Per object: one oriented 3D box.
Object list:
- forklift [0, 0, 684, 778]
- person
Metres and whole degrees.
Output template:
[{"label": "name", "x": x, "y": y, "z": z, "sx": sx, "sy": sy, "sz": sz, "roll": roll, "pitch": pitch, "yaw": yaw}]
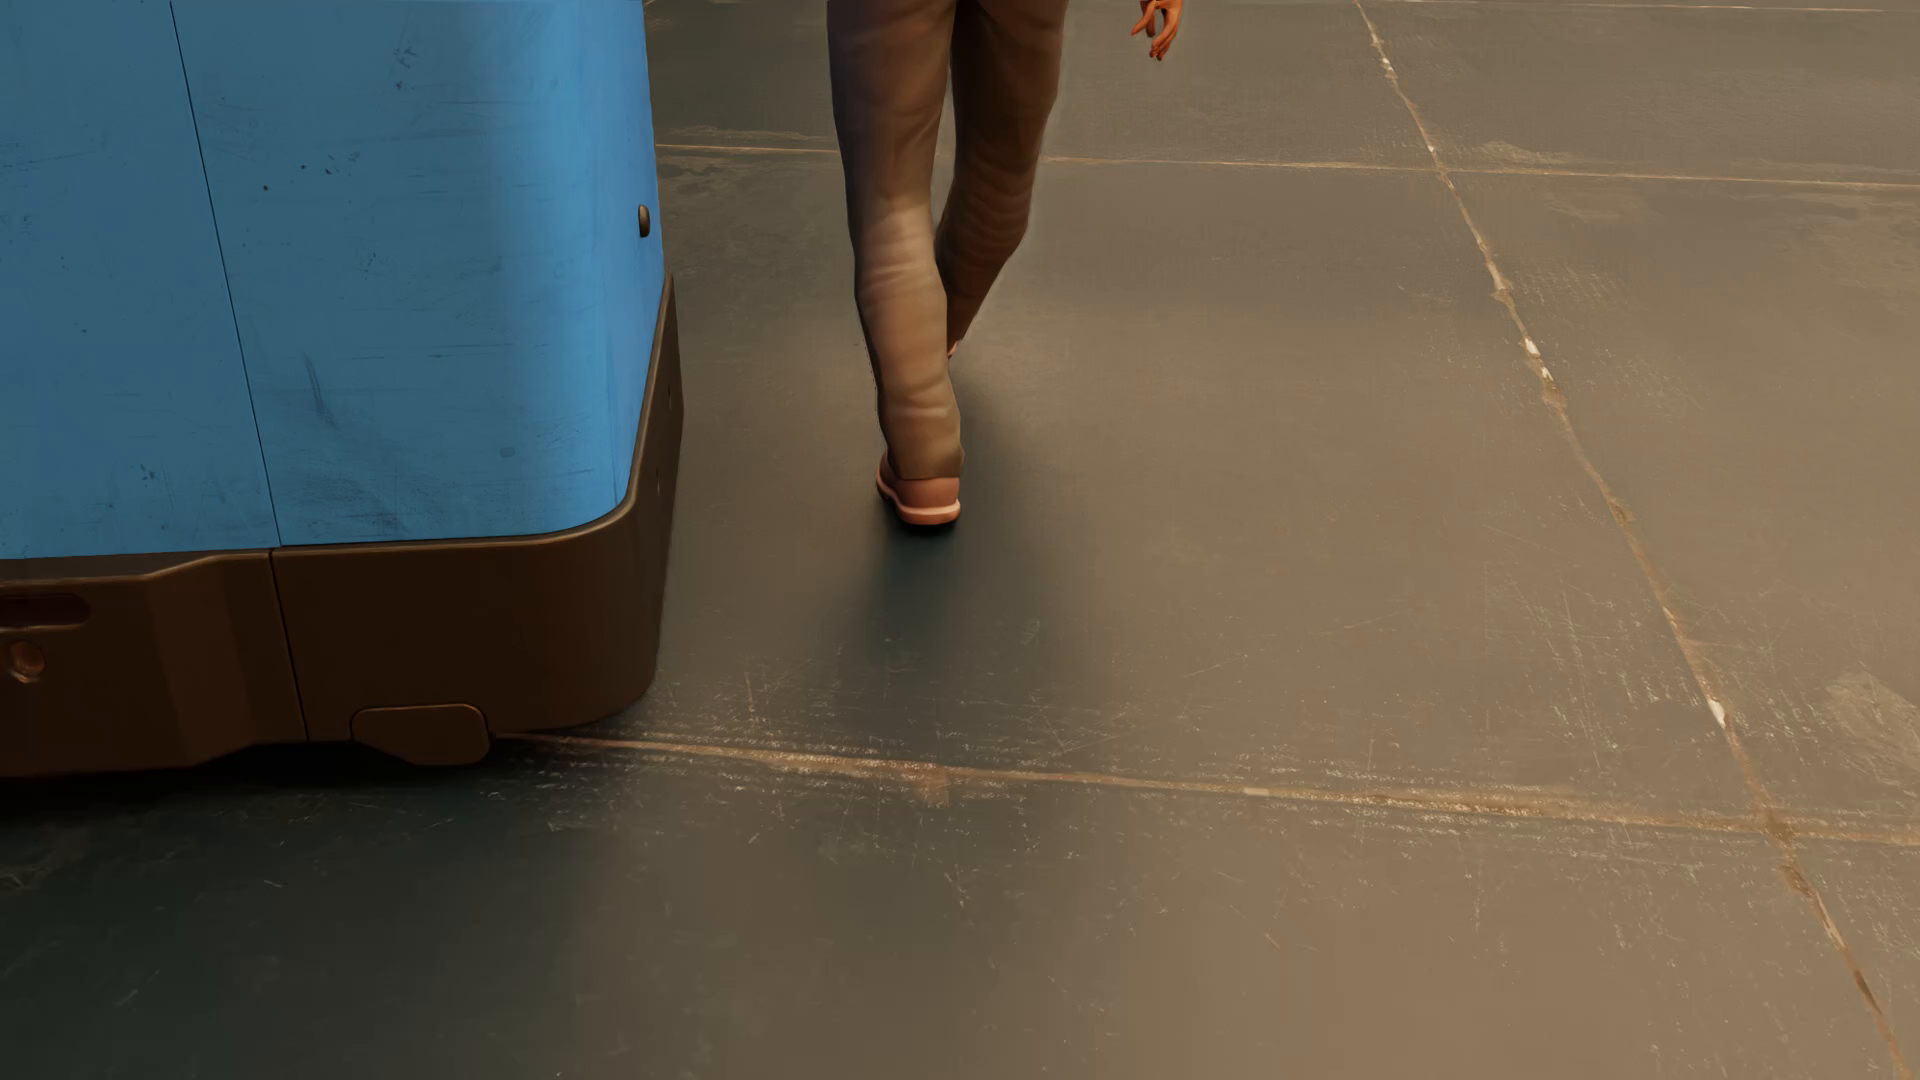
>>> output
[{"label": "forklift", "x": -1.921, "y": -1.198, "z": 1.618, "sx": 3.031, "sy": 2.935, "sz": 1.130, "roll": -3, "pitch": 27, "yaw": -5}, {"label": "person", "x": -0.018, "y": -0.927, "z": 2.569, "sx": 0.620, "sy": 1.607, "sz": 0.906, "roll": -6, "pitch": 27, "yaw": -12}]
